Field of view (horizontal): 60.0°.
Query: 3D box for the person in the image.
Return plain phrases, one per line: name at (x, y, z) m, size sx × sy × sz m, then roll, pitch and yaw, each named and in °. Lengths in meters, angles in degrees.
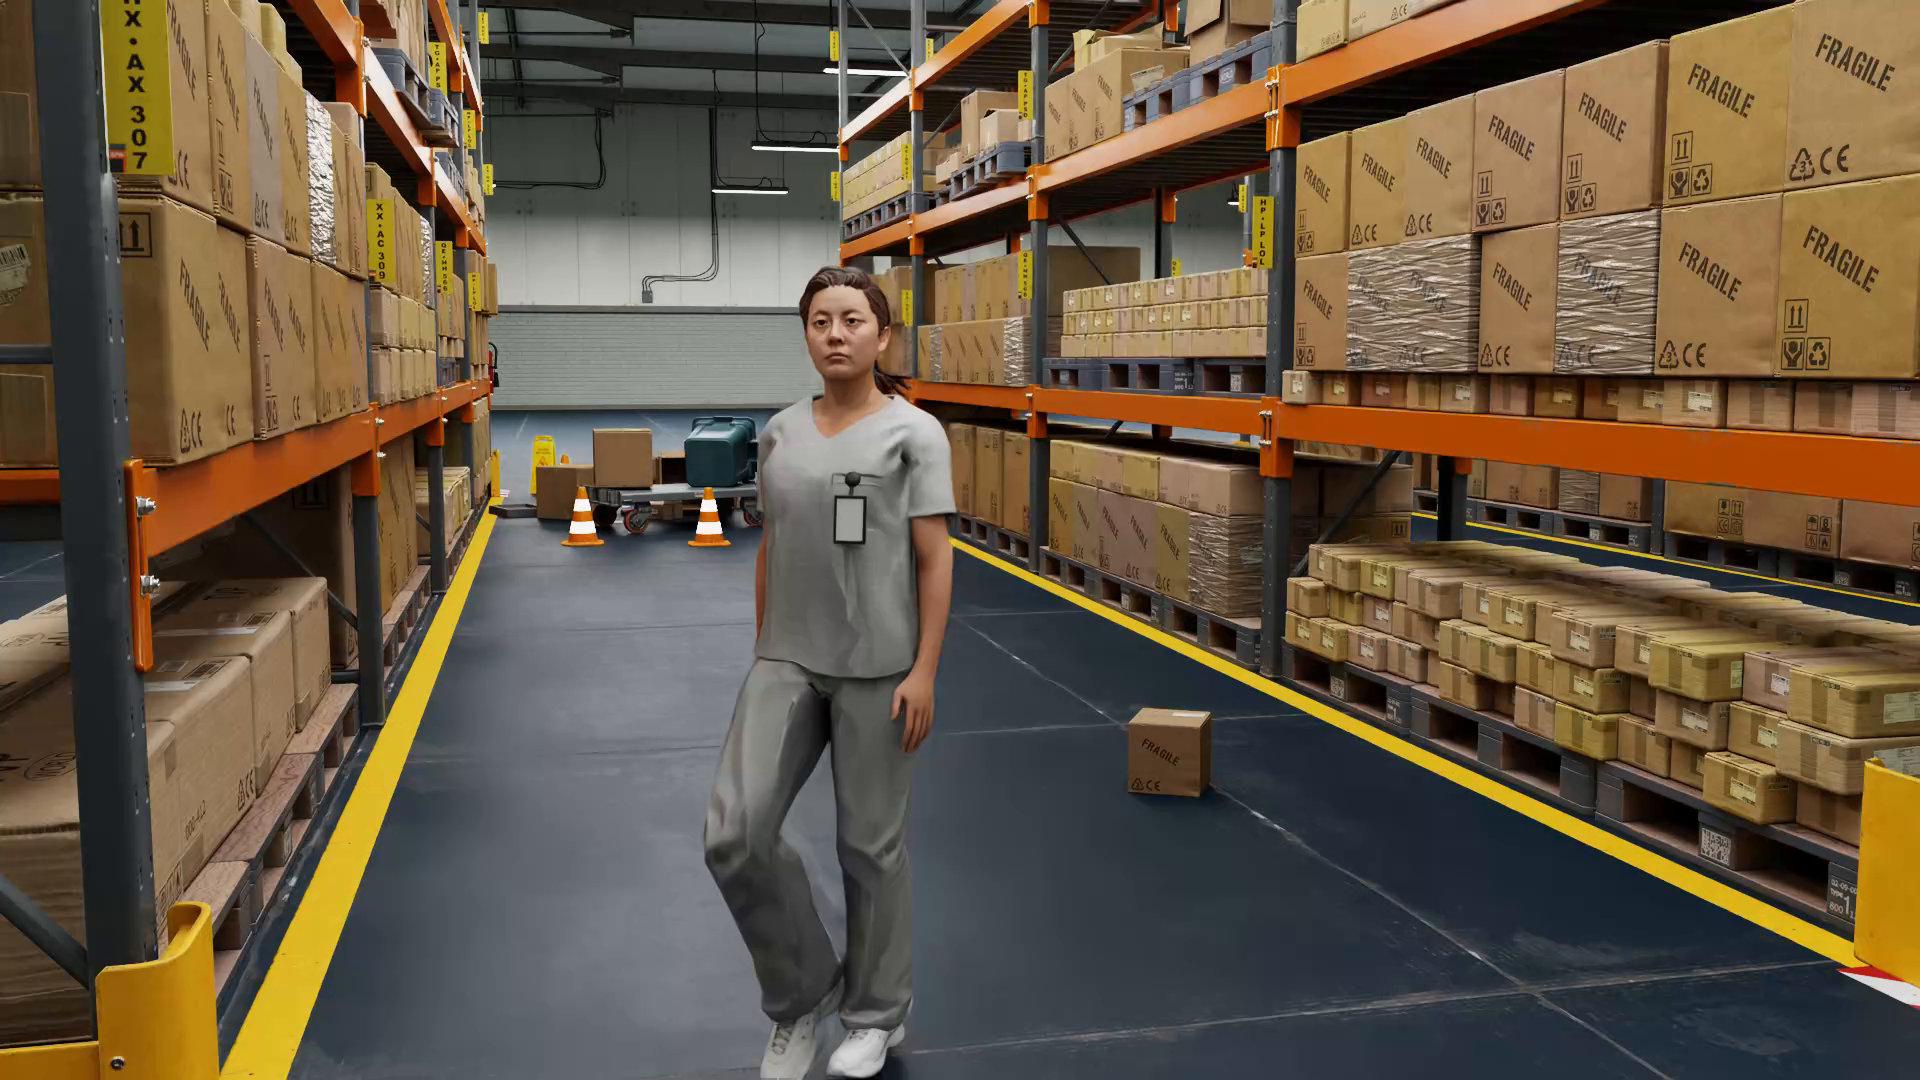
person at (-0.250, 0.297, 3.369) m, size 0.471 × 1.694 × 0.494 m, roll 2°, pitch 7°, yaw 18°
